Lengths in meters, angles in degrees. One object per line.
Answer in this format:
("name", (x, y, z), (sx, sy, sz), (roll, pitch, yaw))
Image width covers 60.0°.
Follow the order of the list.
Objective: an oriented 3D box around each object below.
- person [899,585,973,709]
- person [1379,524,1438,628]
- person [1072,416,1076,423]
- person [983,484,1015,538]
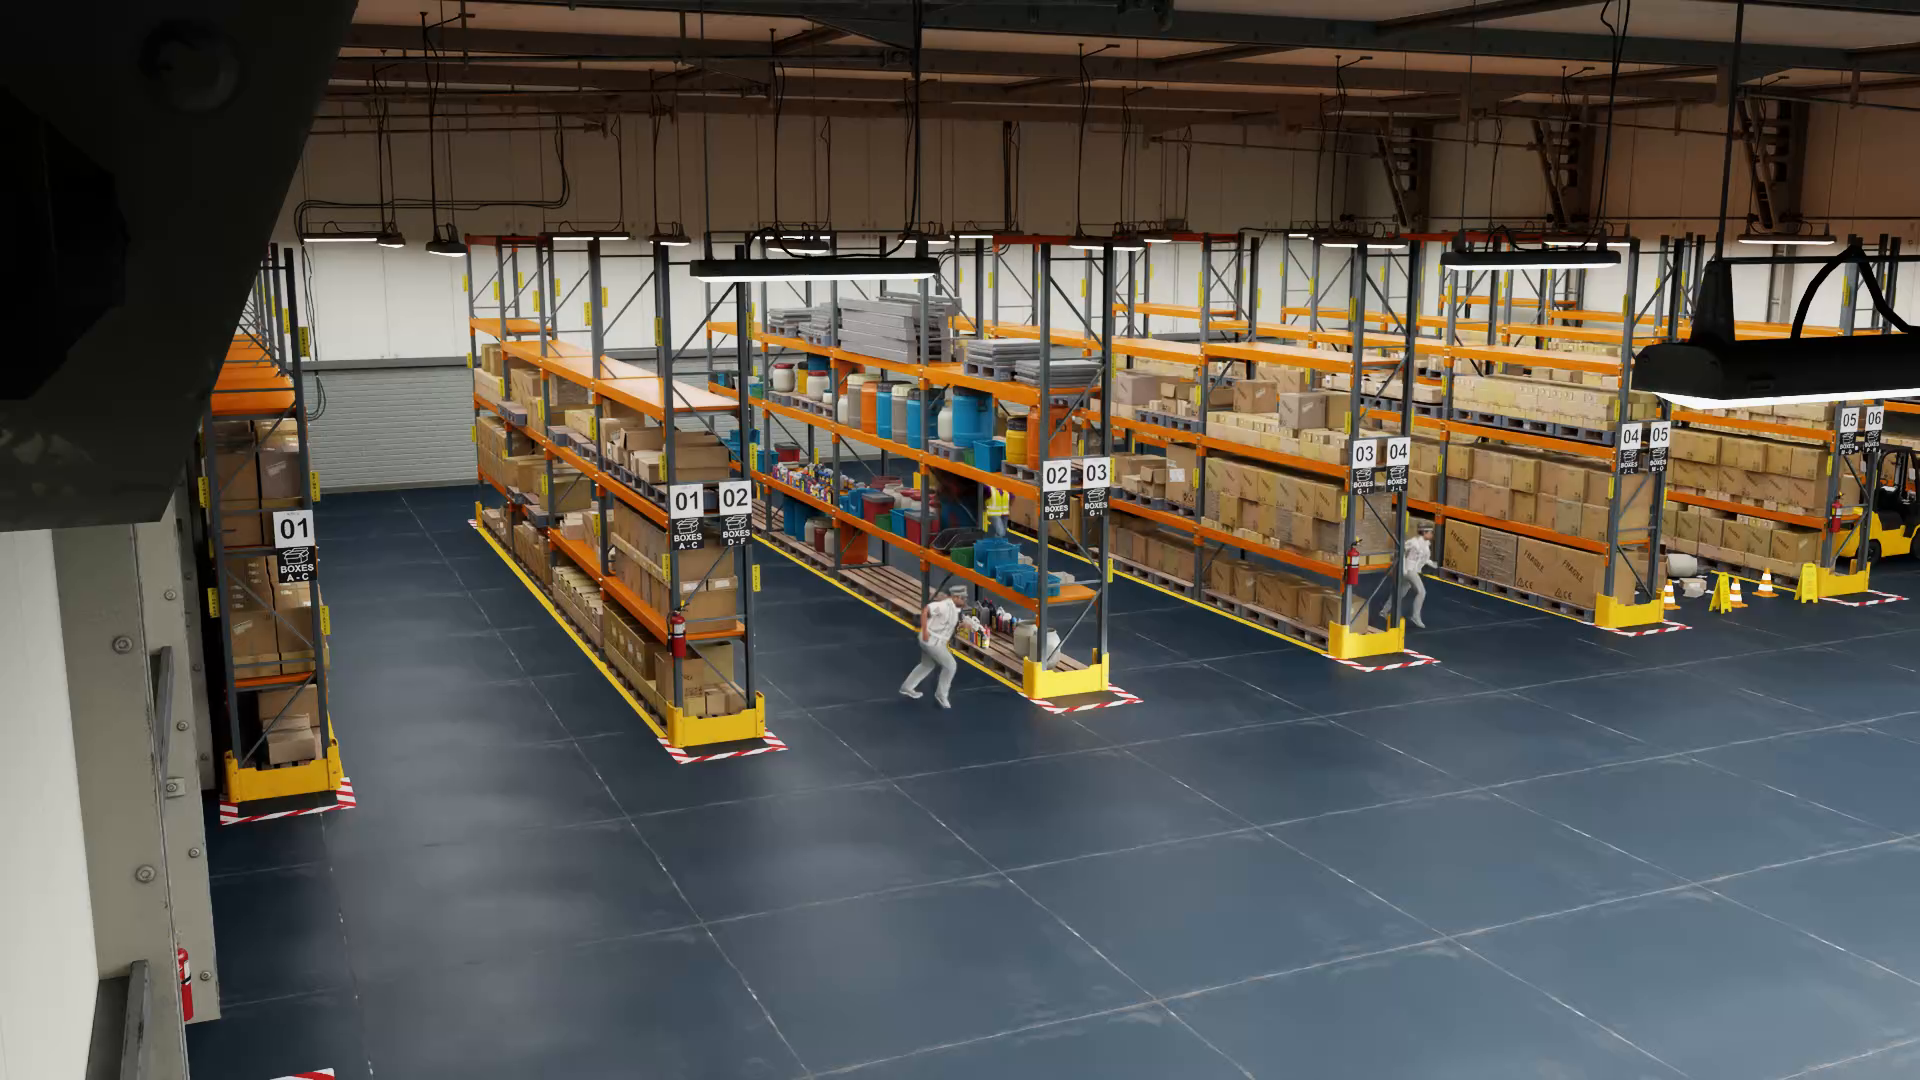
("person", (-0.342, 1.406, 21.742), (1.020, 1.702, 0.704), (4, 12, 18))
("person", (7.118, 0.518, 26.242), (0.842, 1.603, 0.601), (8, 13, 35))
("person", (2.611, -2.166, 40.085), (0.655, 1.704, 0.644), (0, 11, -1))
("person", (0.721, -0.436, 30.757), (0.664, 1.788, 0.722), (-7, 13, -31))
